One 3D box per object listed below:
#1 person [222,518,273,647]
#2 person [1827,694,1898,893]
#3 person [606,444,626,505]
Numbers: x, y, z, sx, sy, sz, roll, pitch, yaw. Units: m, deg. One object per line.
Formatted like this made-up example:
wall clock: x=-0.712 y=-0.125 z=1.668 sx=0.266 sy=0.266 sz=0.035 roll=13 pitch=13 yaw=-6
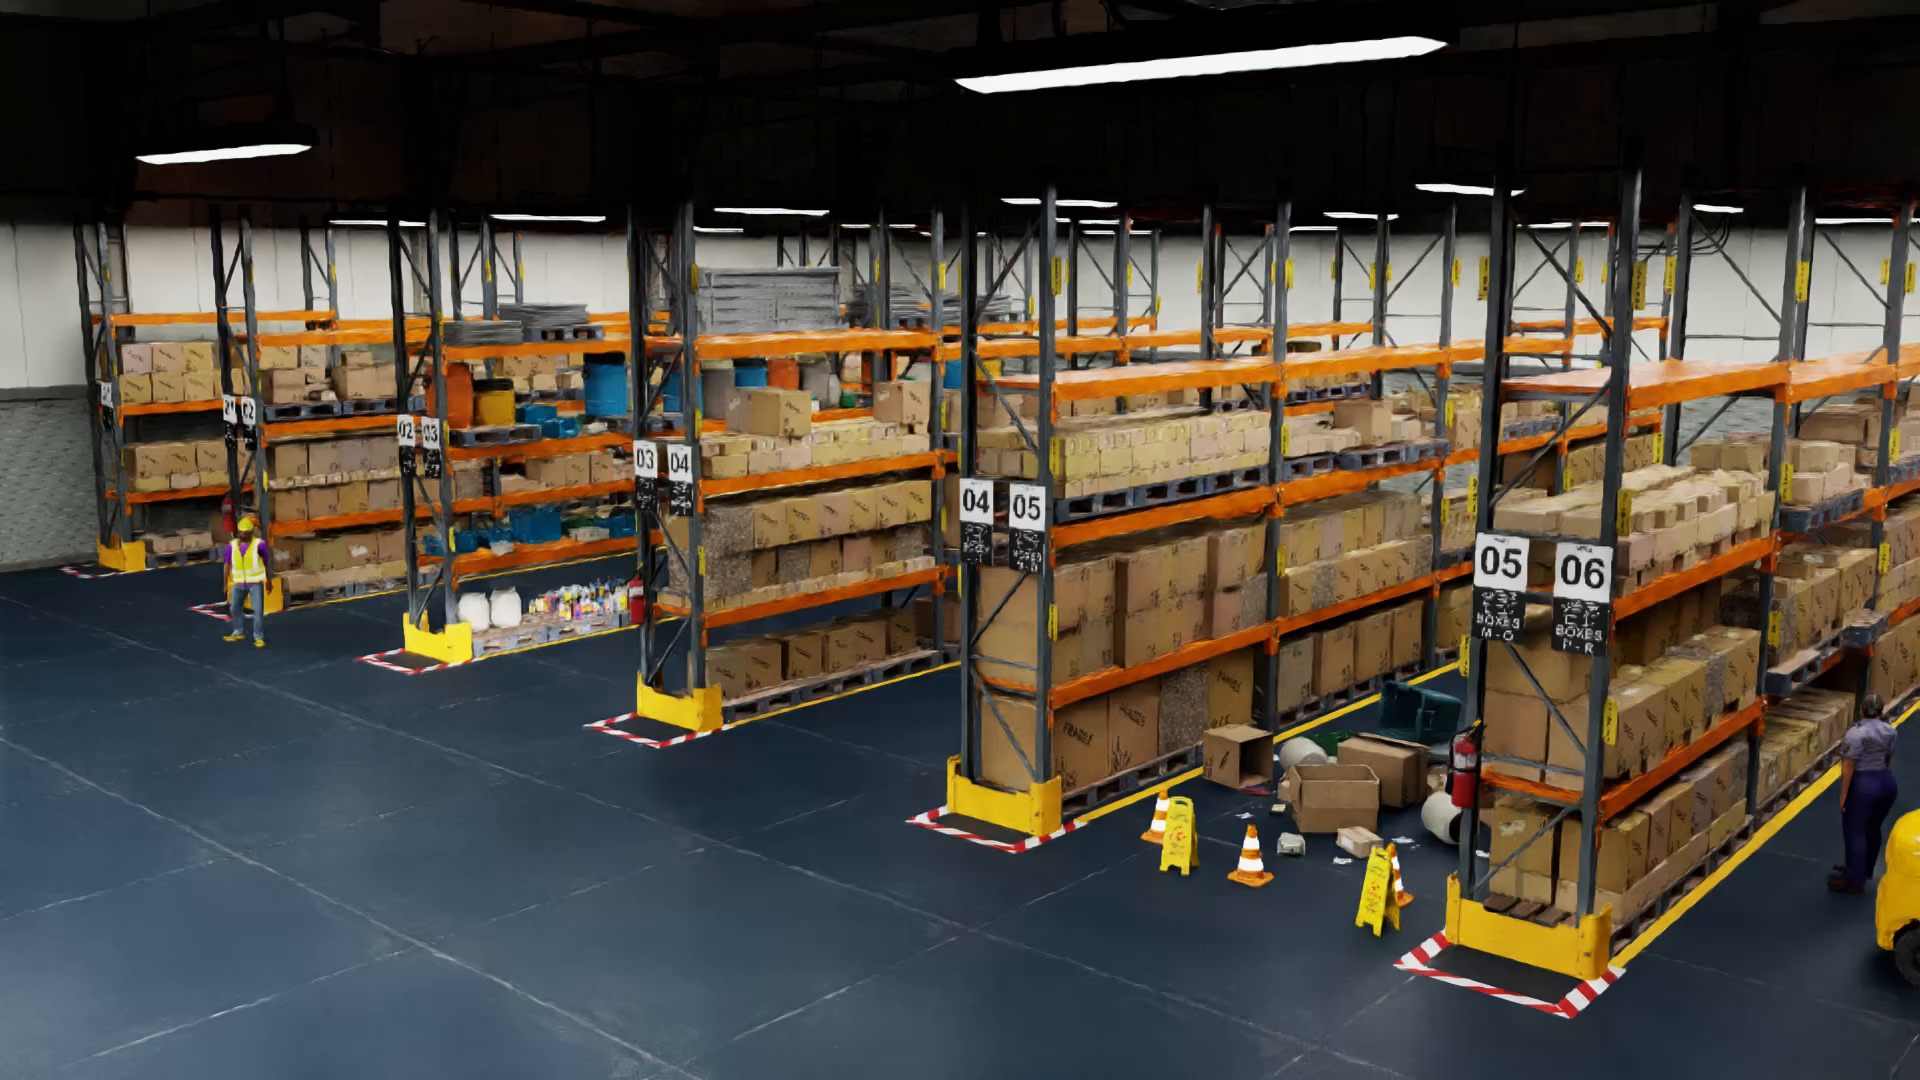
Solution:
person: x=-9.762 y=0.562 z=22.616 sx=0.737 sy=1.760 sz=0.498 roll=-1 pitch=9 yaw=-4
person: x=7.483 y=2.073 z=13.829 sx=0.523 sy=1.651 sz=0.467 roll=-3 pitch=10 yaw=-17
person: x=-7.017 y=-1.364 z=34.117 sx=0.405 sy=1.727 sz=0.615 roll=3 pitch=10 yaw=18
